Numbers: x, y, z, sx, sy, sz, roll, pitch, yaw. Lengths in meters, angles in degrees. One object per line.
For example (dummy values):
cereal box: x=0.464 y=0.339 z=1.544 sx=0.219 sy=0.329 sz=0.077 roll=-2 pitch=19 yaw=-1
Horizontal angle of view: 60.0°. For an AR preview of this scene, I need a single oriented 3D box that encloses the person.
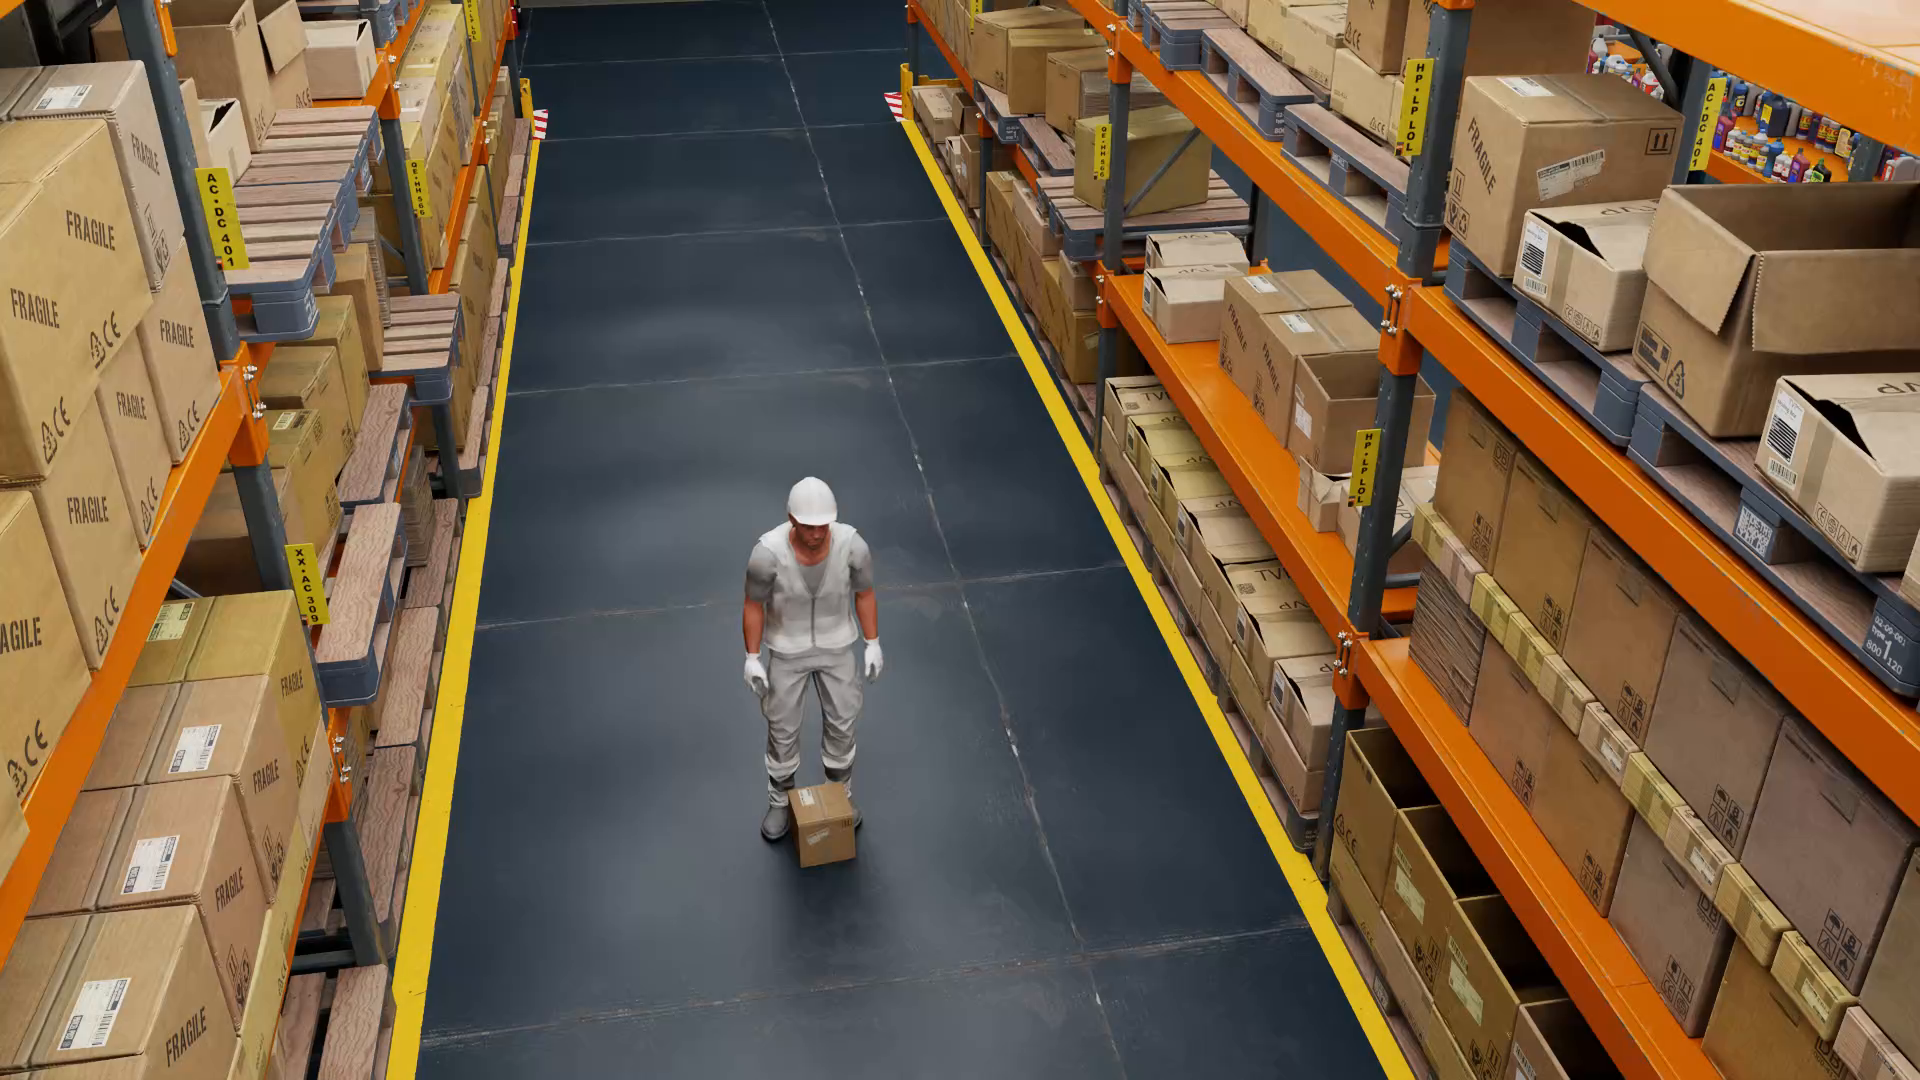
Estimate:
person: x=-0.642 y=0.501 z=7.269 sx=0.623 sy=1.780 sz=0.446 roll=-7 pitch=31 yaw=-11
